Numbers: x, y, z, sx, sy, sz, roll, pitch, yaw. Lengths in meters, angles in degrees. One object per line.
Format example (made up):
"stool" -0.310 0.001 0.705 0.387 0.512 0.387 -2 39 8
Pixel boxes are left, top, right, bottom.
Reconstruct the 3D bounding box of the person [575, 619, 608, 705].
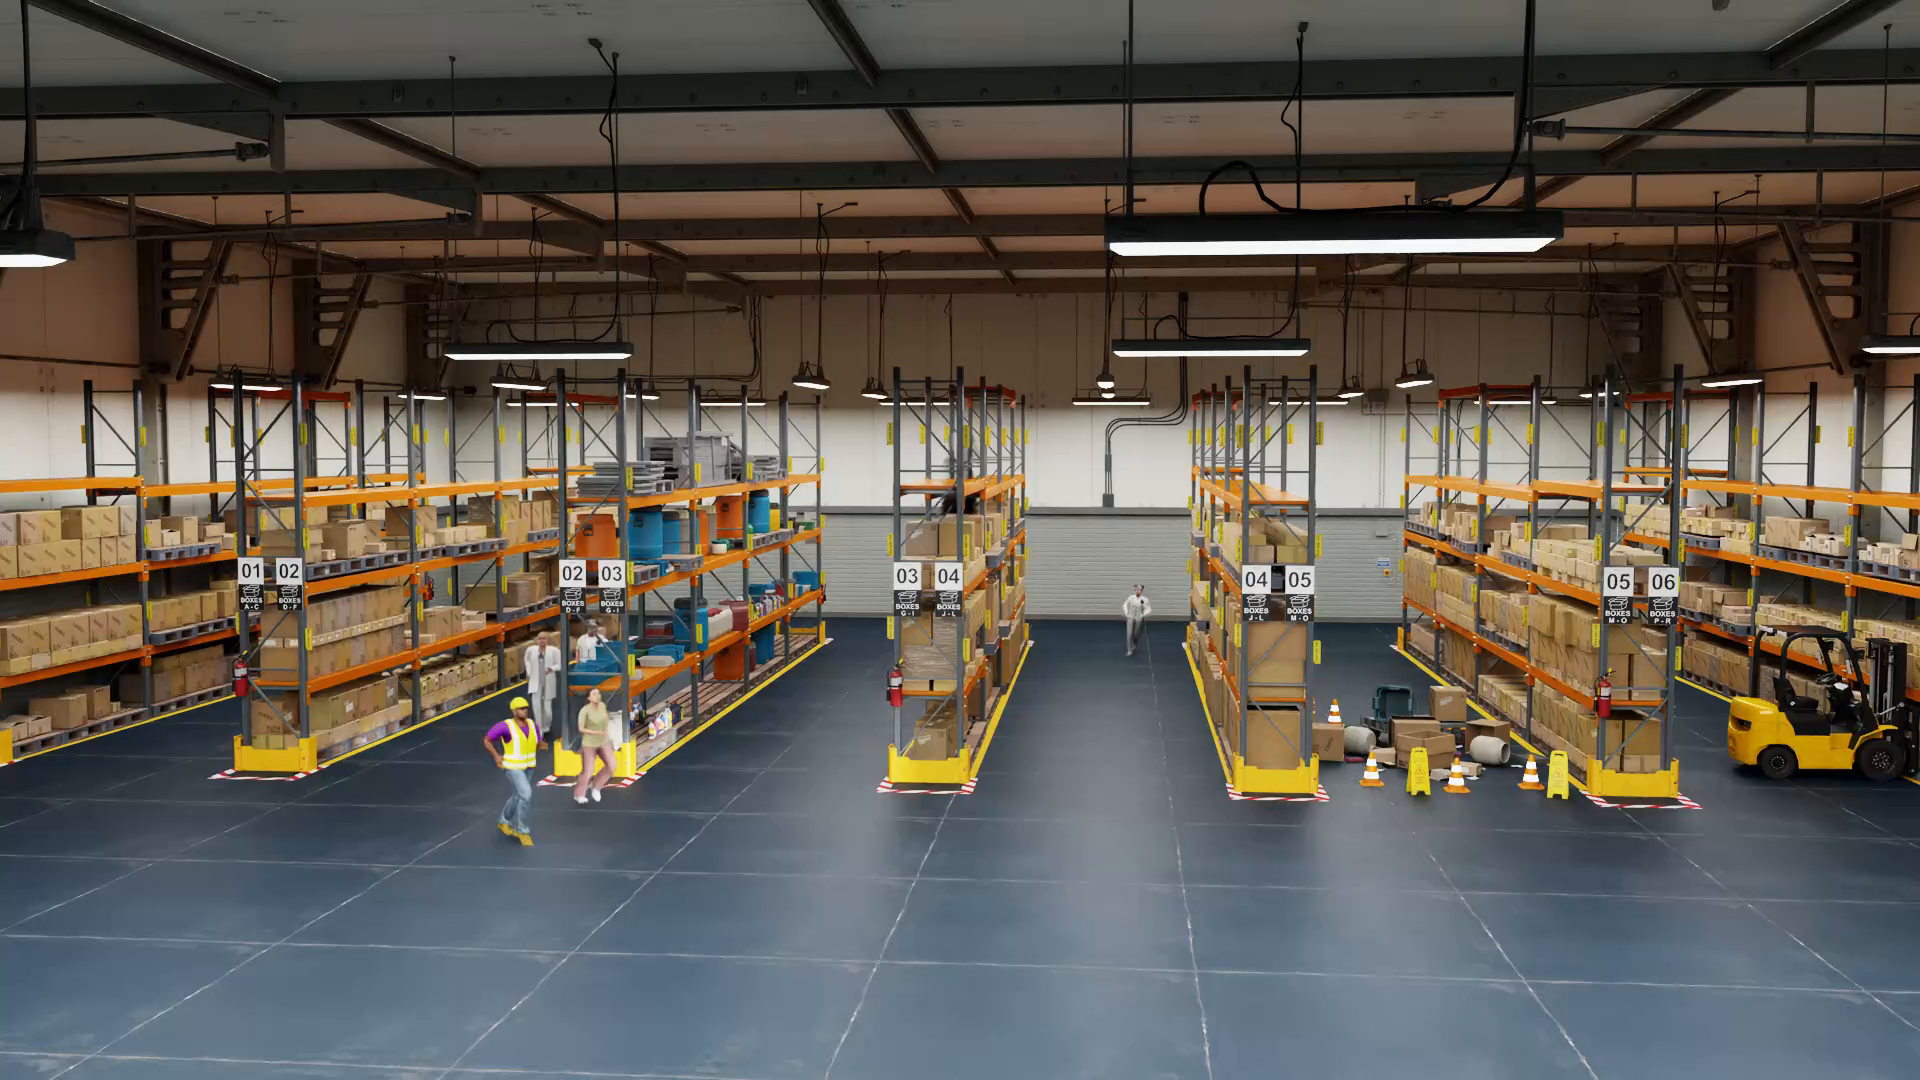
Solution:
"person" -6.614 2.279 29.886 0.664 1.730 0.601 0 4 2

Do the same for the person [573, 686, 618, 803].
"person" -4.935 2.772 22.523 0.769 1.620 0.595 4 5 45

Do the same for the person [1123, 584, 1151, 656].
"person" 4.061 1.825 38.220 0.657 1.651 0.649 1 4 15

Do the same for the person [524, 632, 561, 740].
"person" -6.927 2.418 27.644 0.613 1.813 0.909 -1 4 -14

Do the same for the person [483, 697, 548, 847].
"person" -5.443 2.849 20.529 0.787 1.832 0.673 2 4 31
